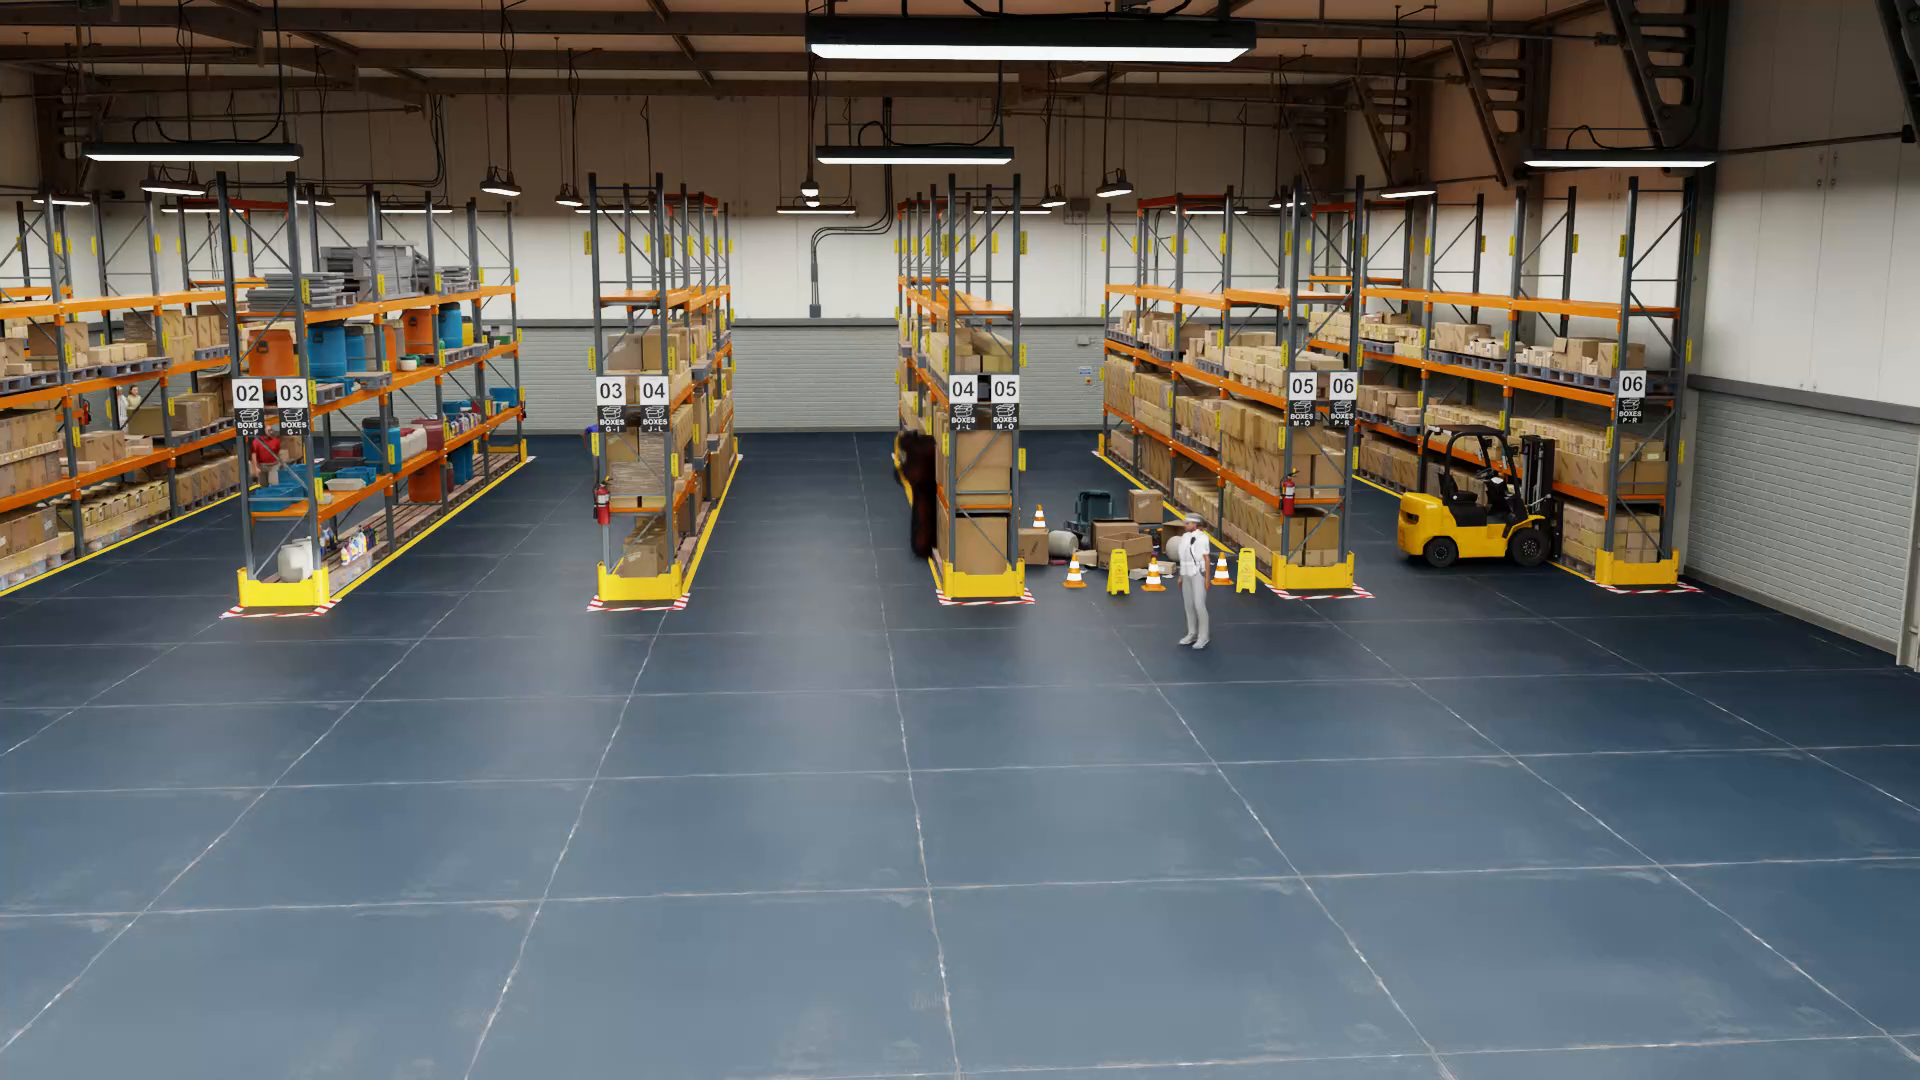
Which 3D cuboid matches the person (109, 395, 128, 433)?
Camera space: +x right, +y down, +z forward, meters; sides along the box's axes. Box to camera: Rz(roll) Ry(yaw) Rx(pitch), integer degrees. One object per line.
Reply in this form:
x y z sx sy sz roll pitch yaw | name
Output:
-19.812 -2.671 39.365 0.465 1.502 0.580 2 10 10 | person

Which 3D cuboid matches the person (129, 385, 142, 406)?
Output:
-20.356 -3.012 40.995 0.408 1.627 1.023 -5 11 -26 | person

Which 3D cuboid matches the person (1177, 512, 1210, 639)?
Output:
2.972 0.443 21.128 0.312 1.616 0.496 -7 12 -35 | person

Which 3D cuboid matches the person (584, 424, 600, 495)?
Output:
-7.371 -1.685 33.933 0.572 1.418 1.028 -1 10 -4 | person
